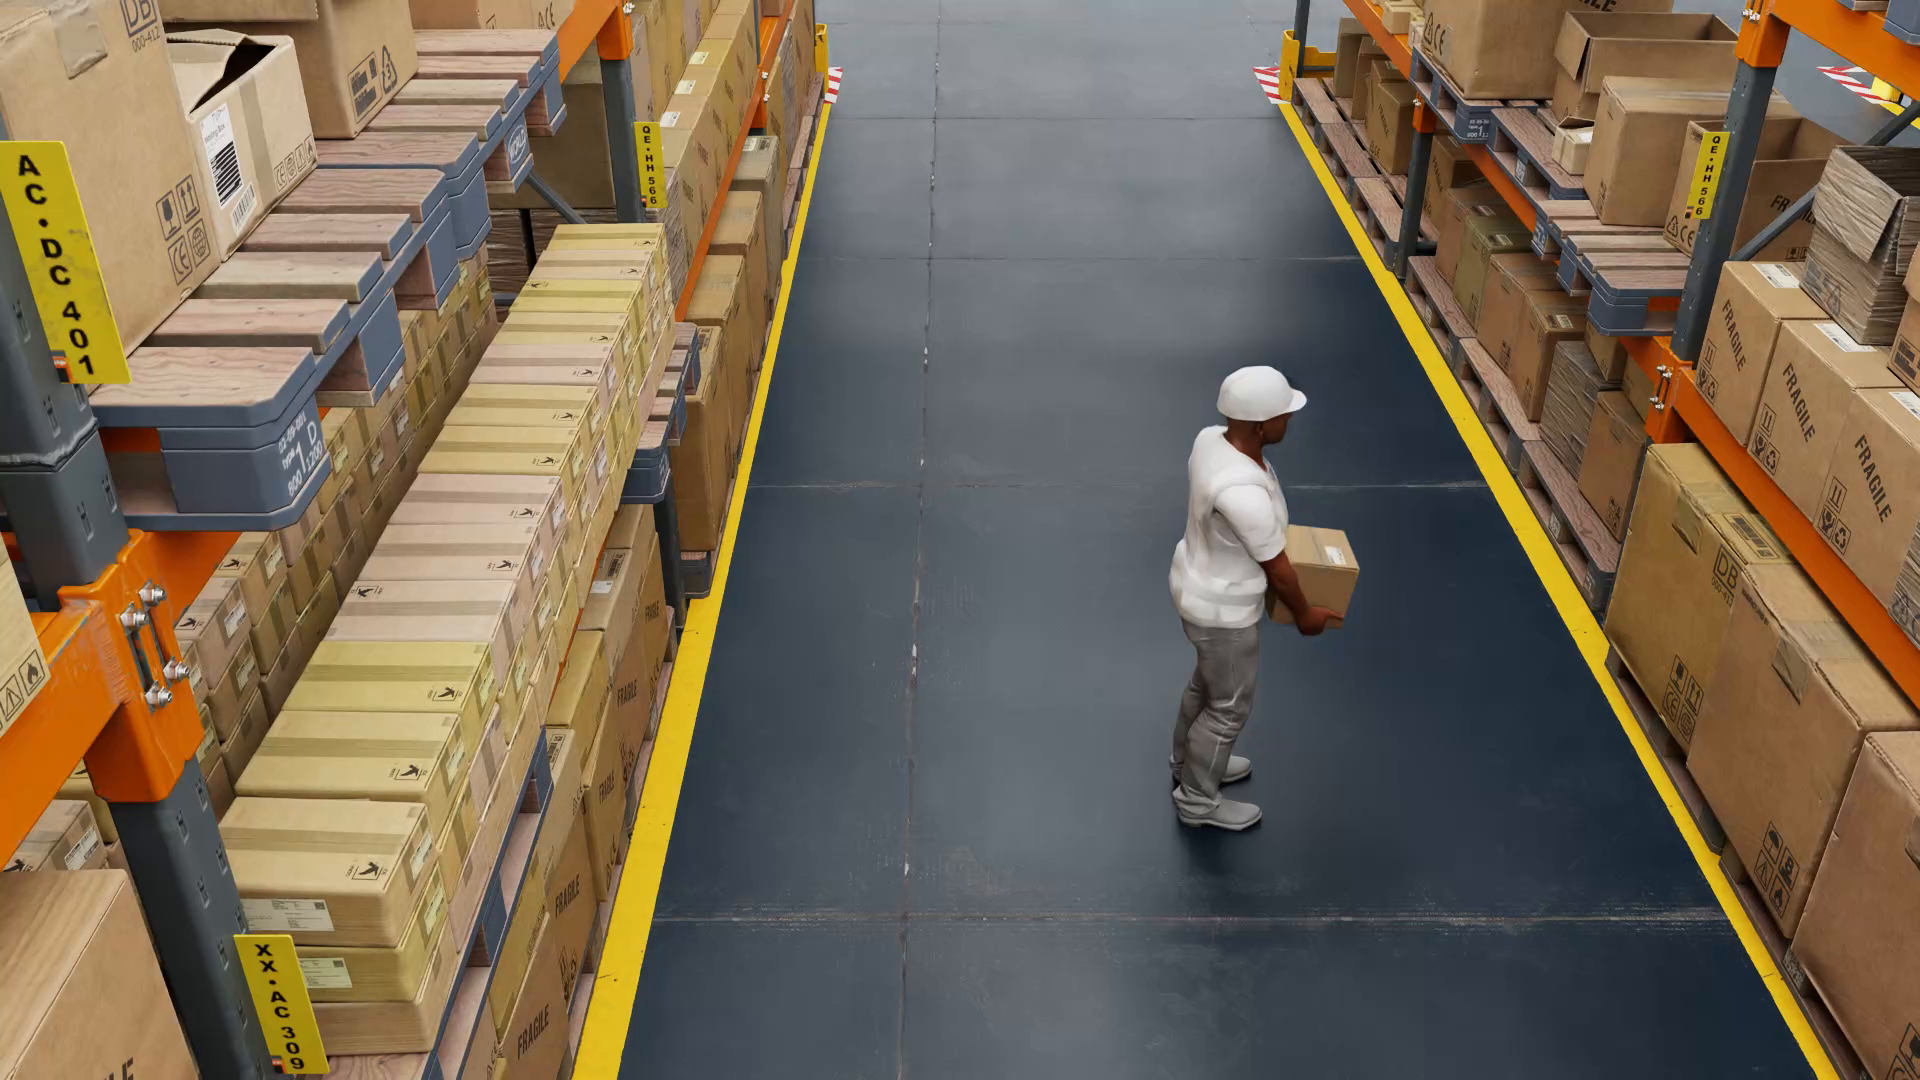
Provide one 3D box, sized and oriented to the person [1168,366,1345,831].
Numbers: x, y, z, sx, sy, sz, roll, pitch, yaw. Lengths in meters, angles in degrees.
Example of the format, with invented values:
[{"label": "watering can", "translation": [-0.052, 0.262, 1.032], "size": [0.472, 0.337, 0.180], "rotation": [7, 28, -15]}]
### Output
[{"label": "person", "translation": [1.018, 0.202, 5.784], "size": [0.576, 1.761, 0.505], "rotation": [-1, 31, -1]}]
